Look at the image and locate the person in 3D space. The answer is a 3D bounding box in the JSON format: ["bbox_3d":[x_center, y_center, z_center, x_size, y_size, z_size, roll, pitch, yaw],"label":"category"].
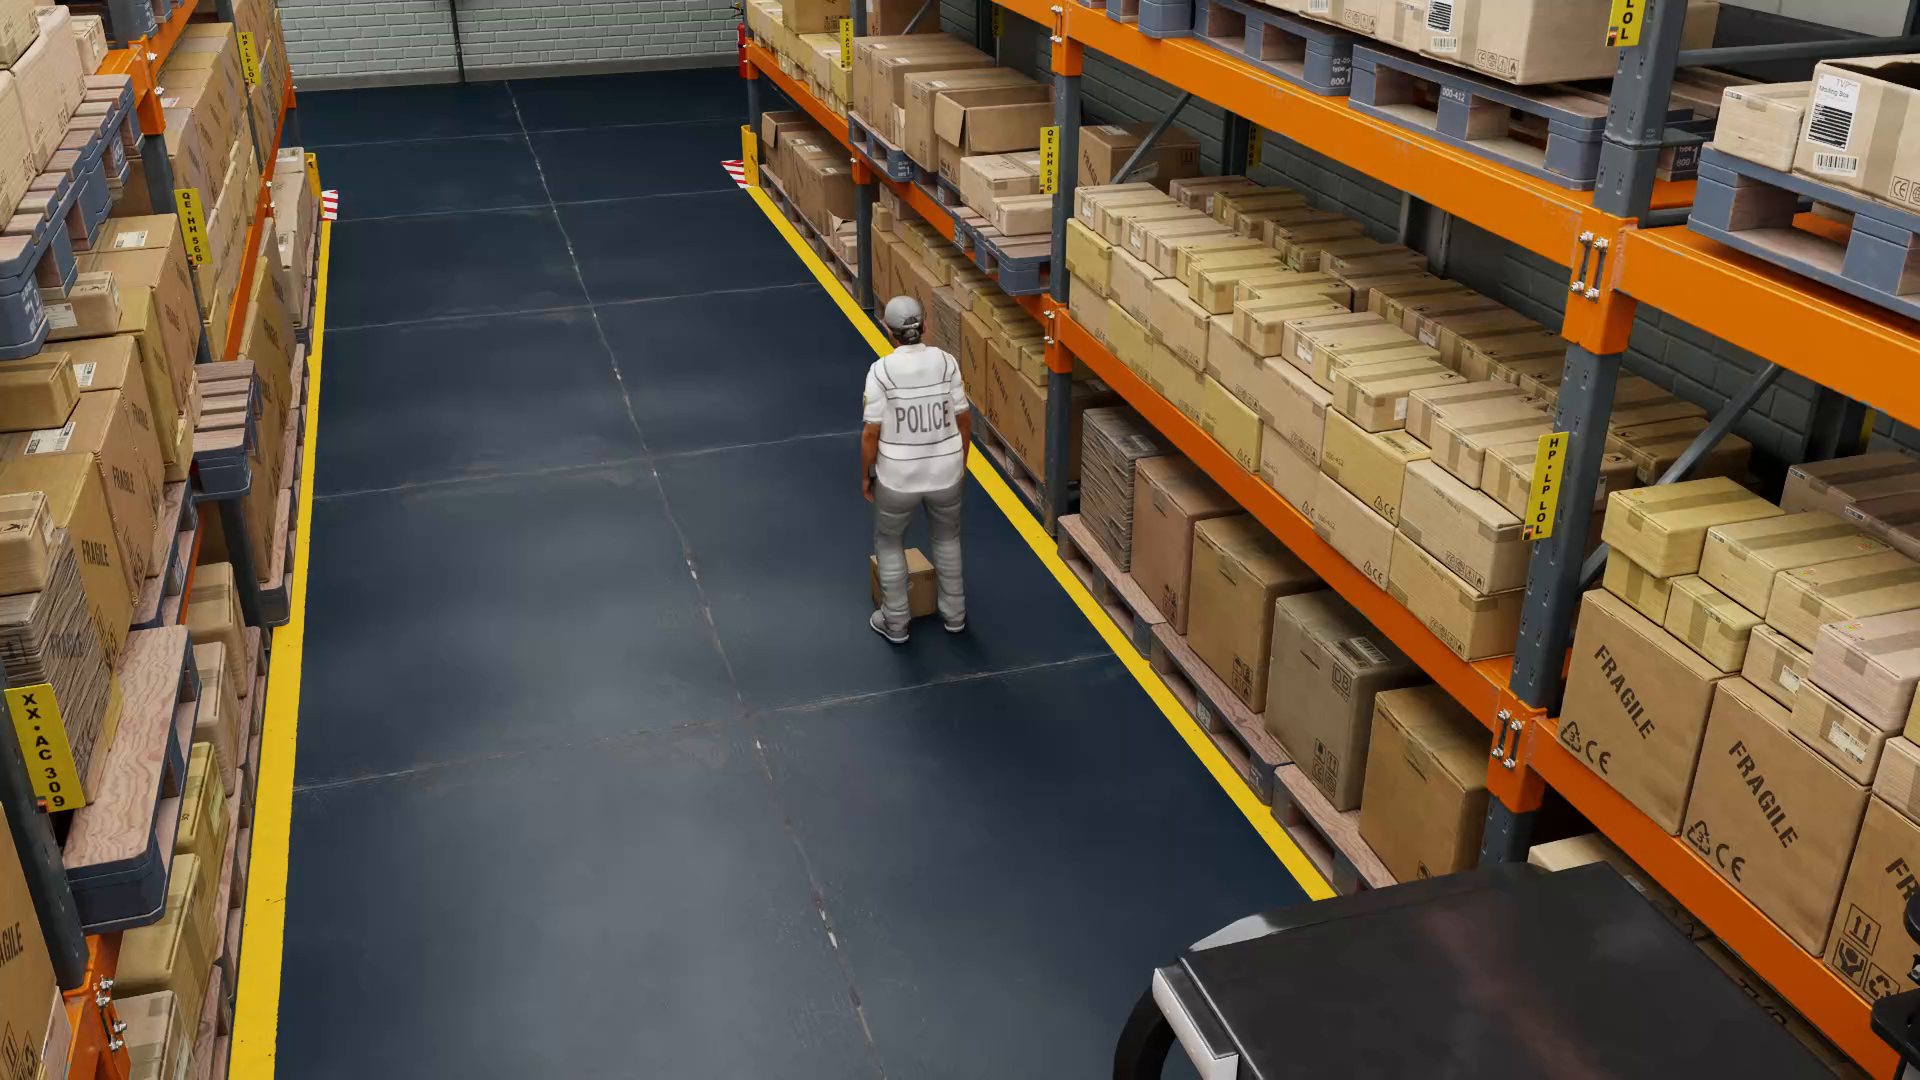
[{"bbox_3d":[-0.207,-0.317,7.745,0.537,1.665,0.469,-8,28,-16],"label":"person"}]
